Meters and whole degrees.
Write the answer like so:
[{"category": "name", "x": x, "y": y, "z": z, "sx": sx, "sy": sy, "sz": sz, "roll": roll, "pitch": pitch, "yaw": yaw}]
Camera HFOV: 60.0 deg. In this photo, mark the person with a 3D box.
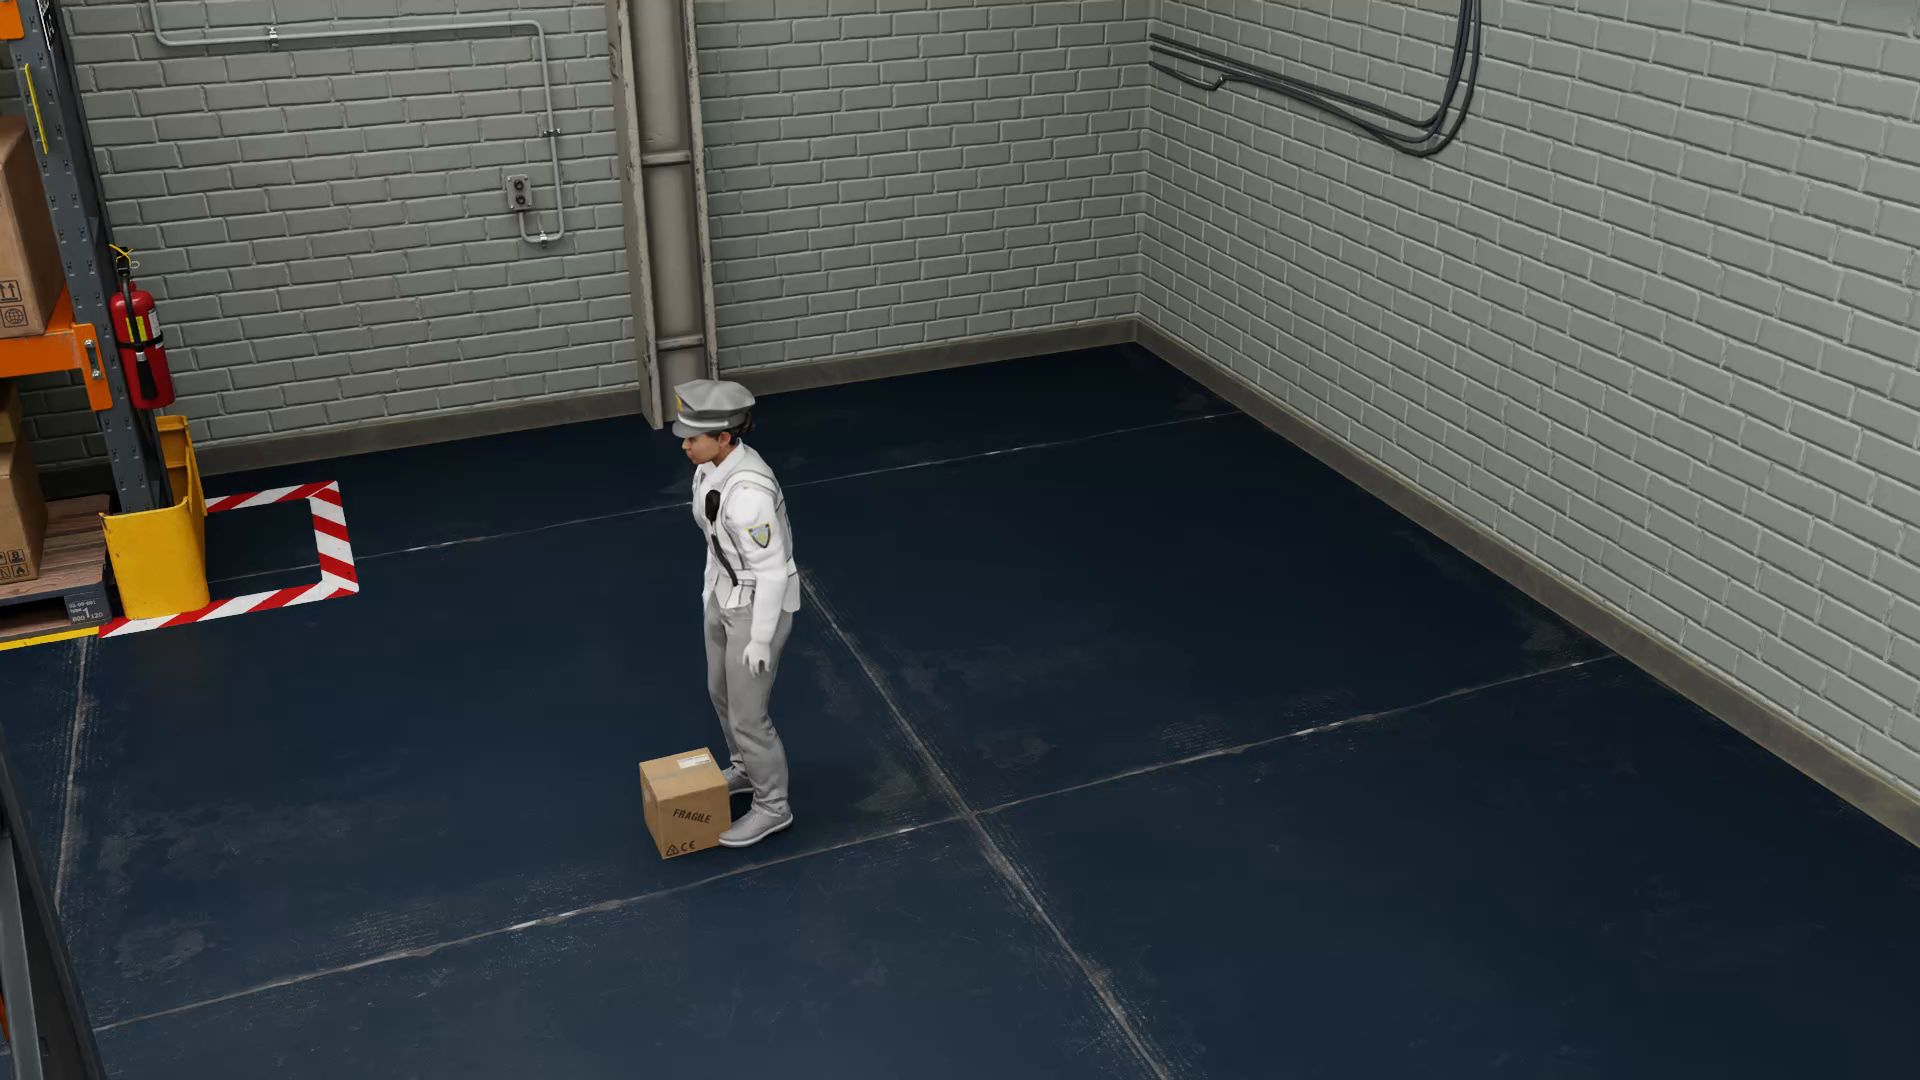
[{"category": "person", "x": -0.740, "y": 0.243, "z": 5.613, "sx": 0.375, "sy": 1.662, "sz": 0.532, "roll": -12, "pitch": 29, "yaw": -23}]
